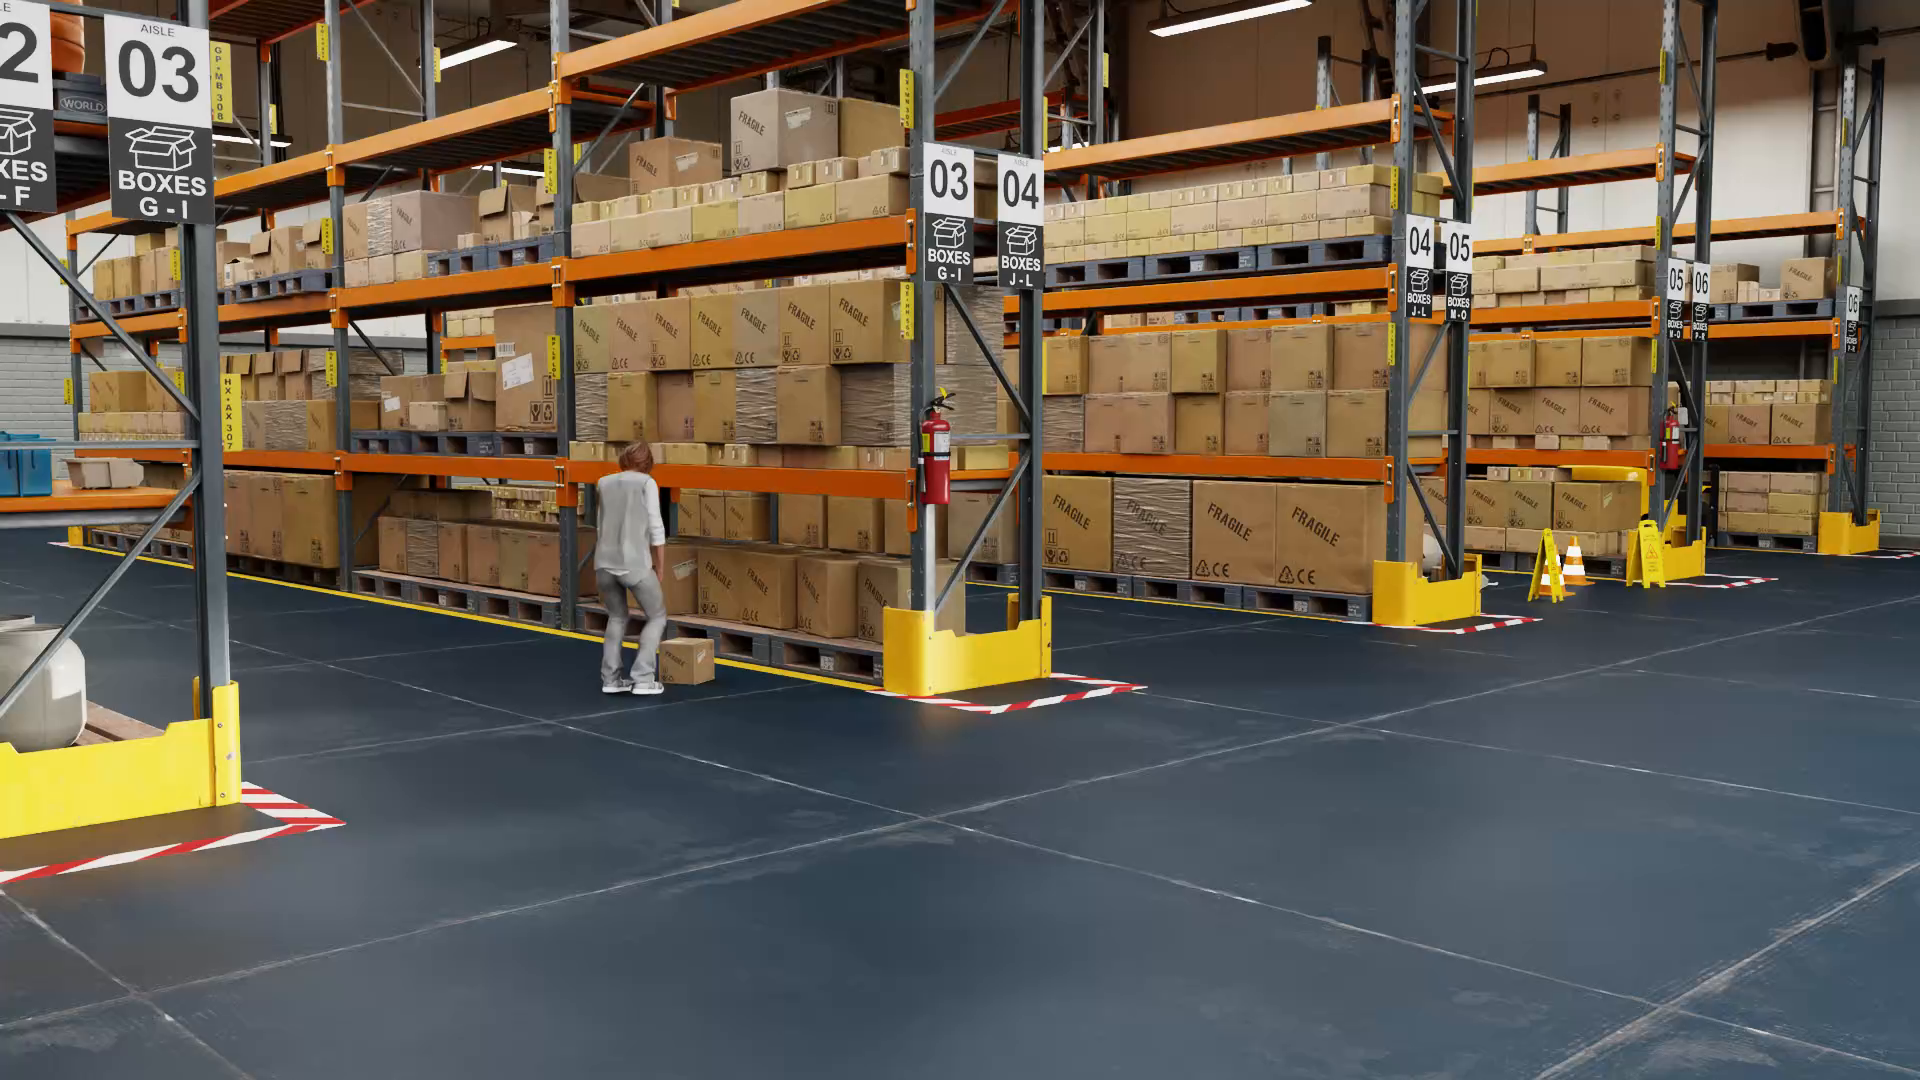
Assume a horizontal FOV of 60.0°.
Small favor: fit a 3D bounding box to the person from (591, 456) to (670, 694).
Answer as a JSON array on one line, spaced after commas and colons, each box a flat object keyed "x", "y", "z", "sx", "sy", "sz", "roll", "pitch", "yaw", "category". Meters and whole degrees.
[{"x": -1.958, "y": 0.209, "z": 9.819, "sx": 0.458, "sy": 1.400, "sz": 0.581, "roll": 2, "pitch": 4, "yaw": 20, "category": "person"}]
